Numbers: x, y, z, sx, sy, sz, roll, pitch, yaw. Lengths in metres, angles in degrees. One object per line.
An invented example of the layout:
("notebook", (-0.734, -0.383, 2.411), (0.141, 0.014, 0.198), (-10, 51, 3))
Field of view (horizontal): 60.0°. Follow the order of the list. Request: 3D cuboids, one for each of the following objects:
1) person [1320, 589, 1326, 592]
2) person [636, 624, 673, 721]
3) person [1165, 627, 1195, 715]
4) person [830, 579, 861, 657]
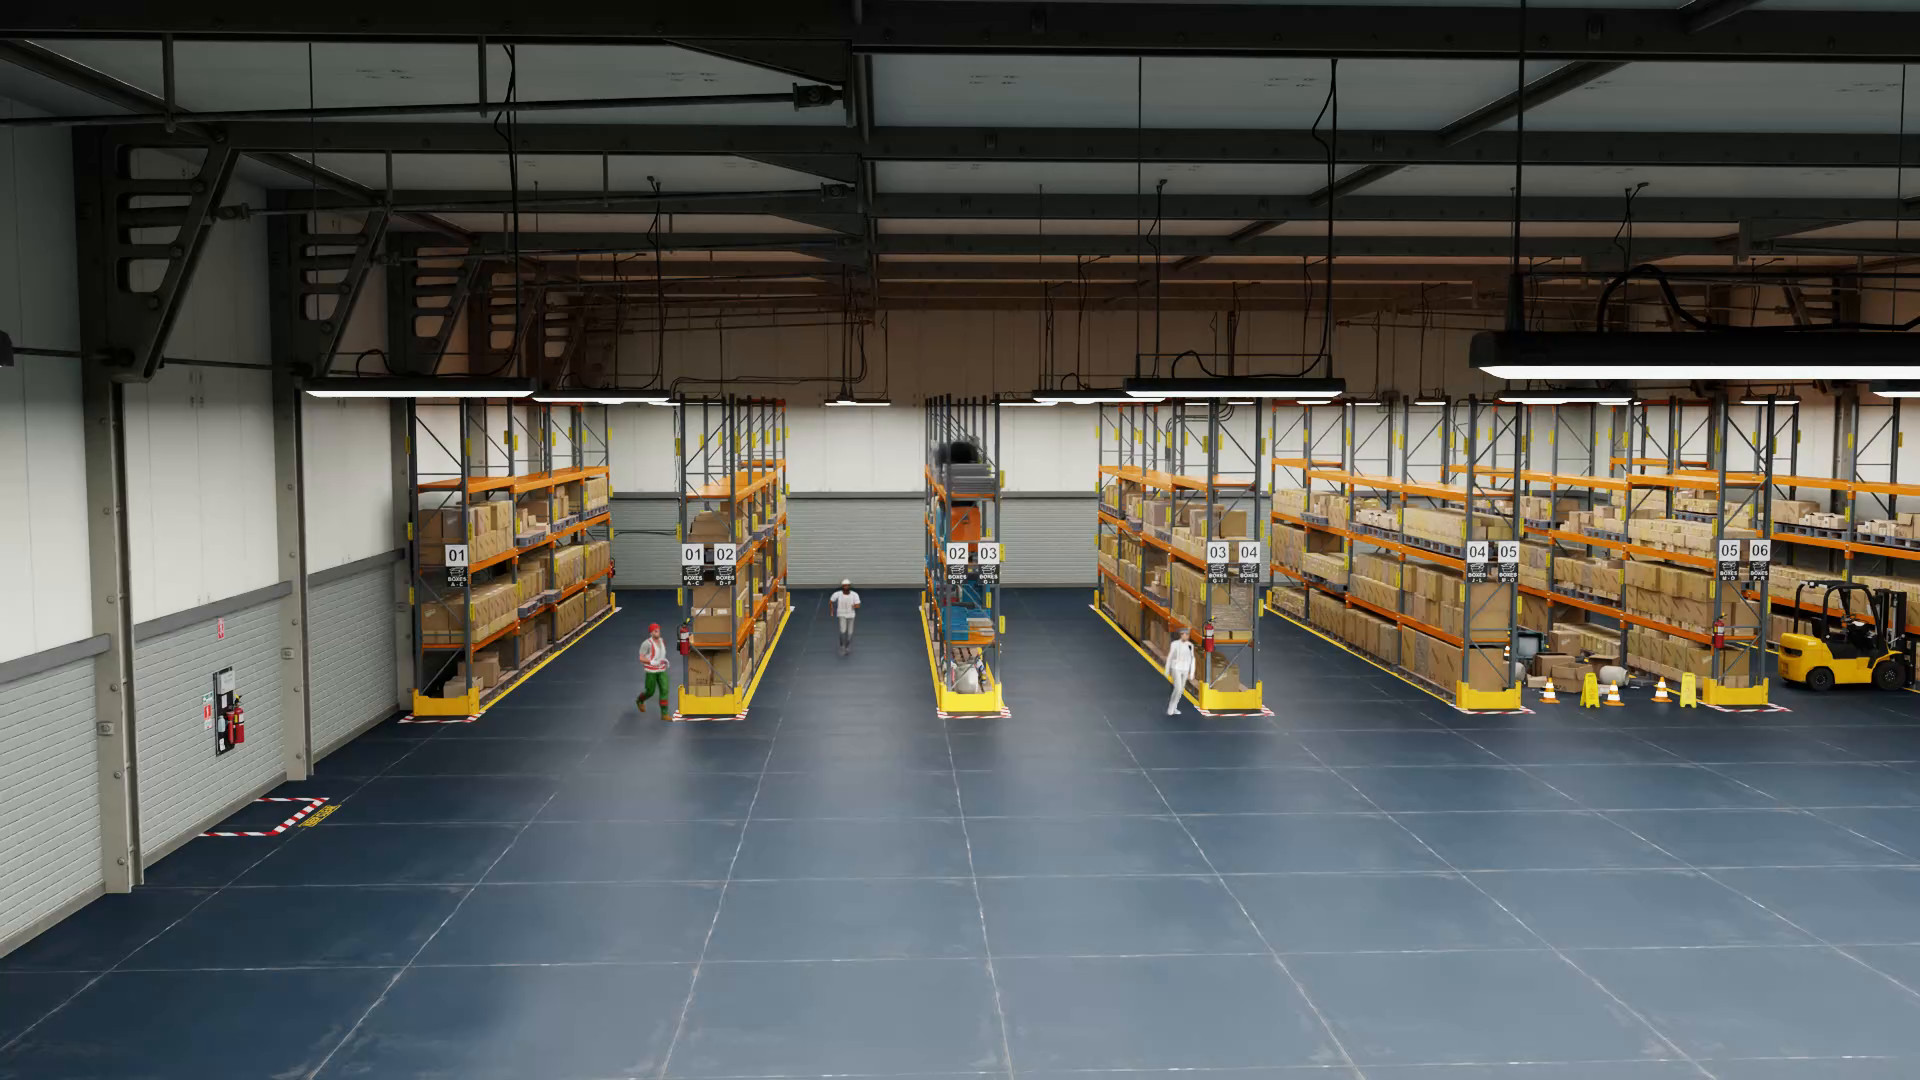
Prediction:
("person", (10.835, 1.104, 48.407), (0.773, 1.657, 0.582), (3, 5, 30))
("person", (-5.619, 2.411, 30.516), (1.011, 1.777, 0.661), (4, 6, 45))
("person", (4.097, 2.433, 30.959), (0.545, 1.655, 0.515), (-2, 5, -22))
("person", (-2.641, 1.803, 38.514), (0.683, 1.789, 0.723), (-1, 5, -13))
